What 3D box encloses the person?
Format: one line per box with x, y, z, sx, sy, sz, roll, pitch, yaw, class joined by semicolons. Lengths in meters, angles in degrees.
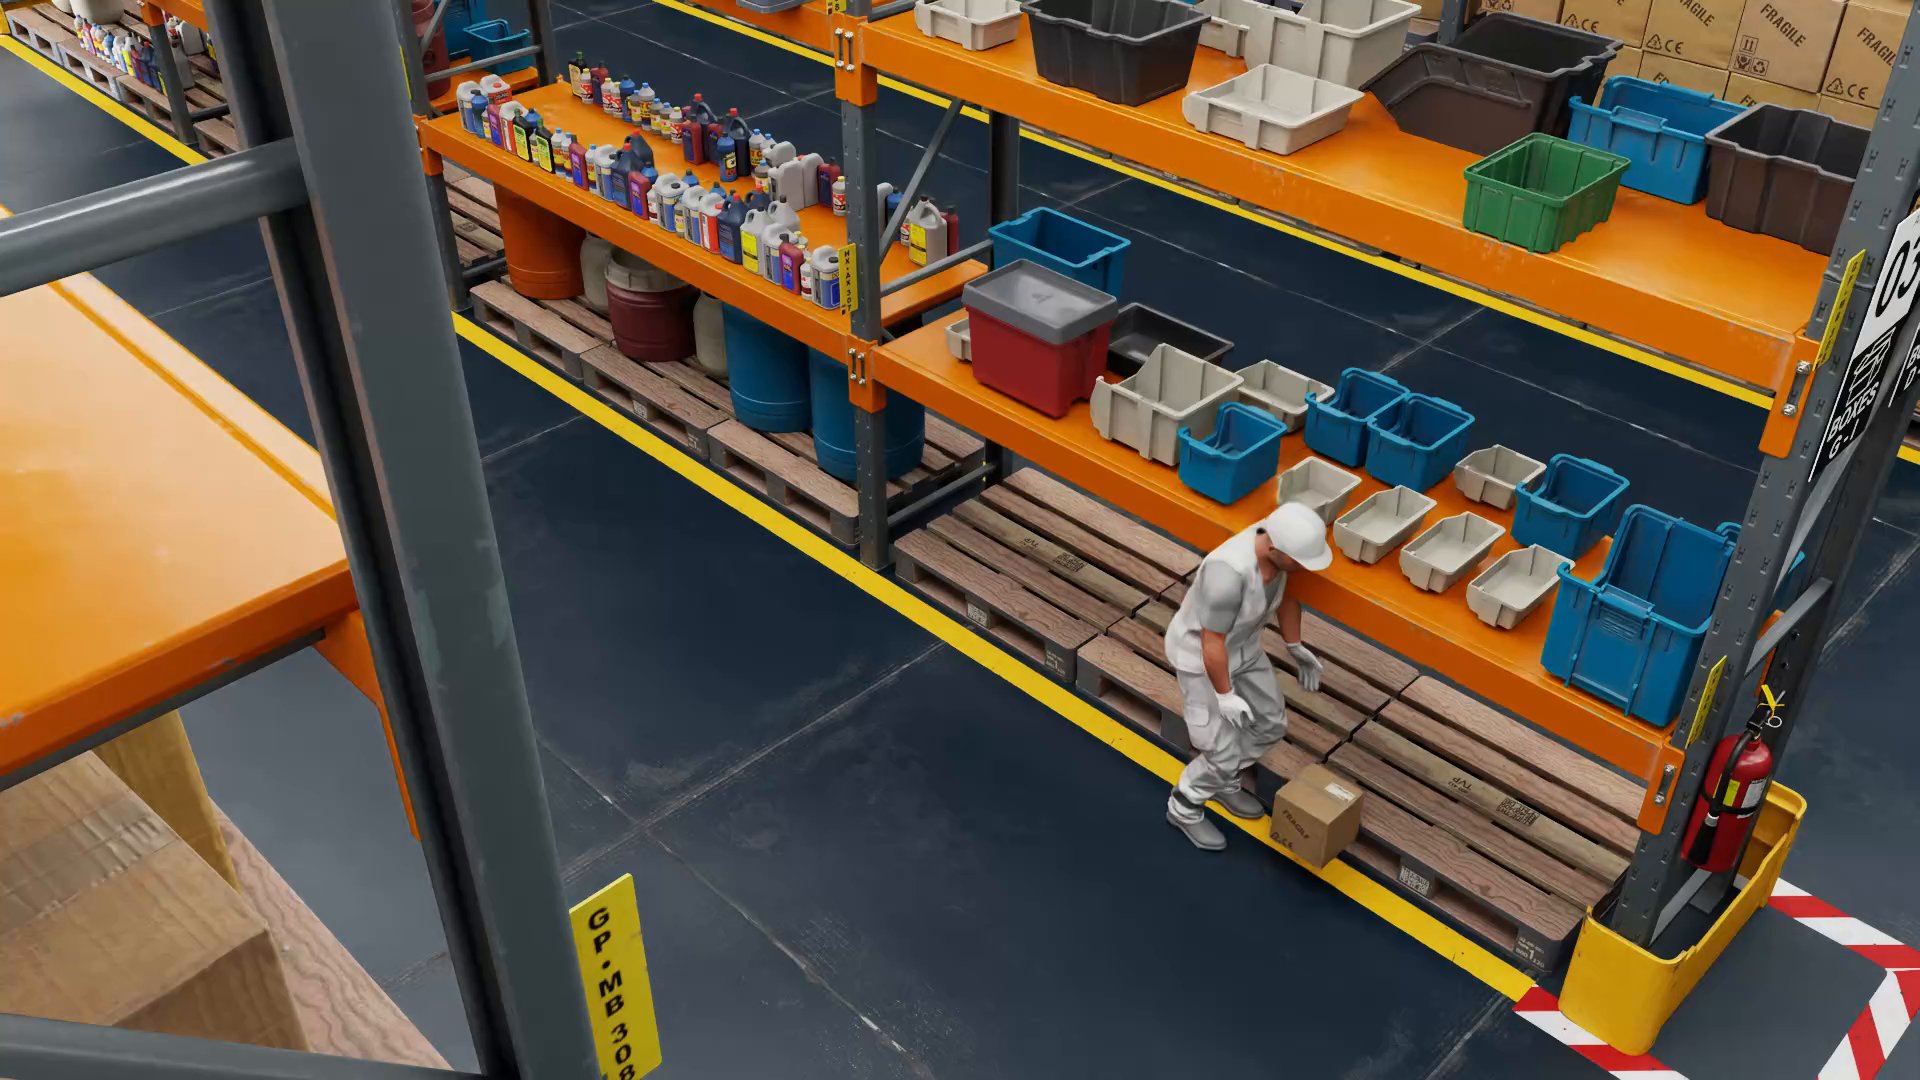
1.120;0.494;6.549;0.564;1.647;0.580;-29;44;-35;person
